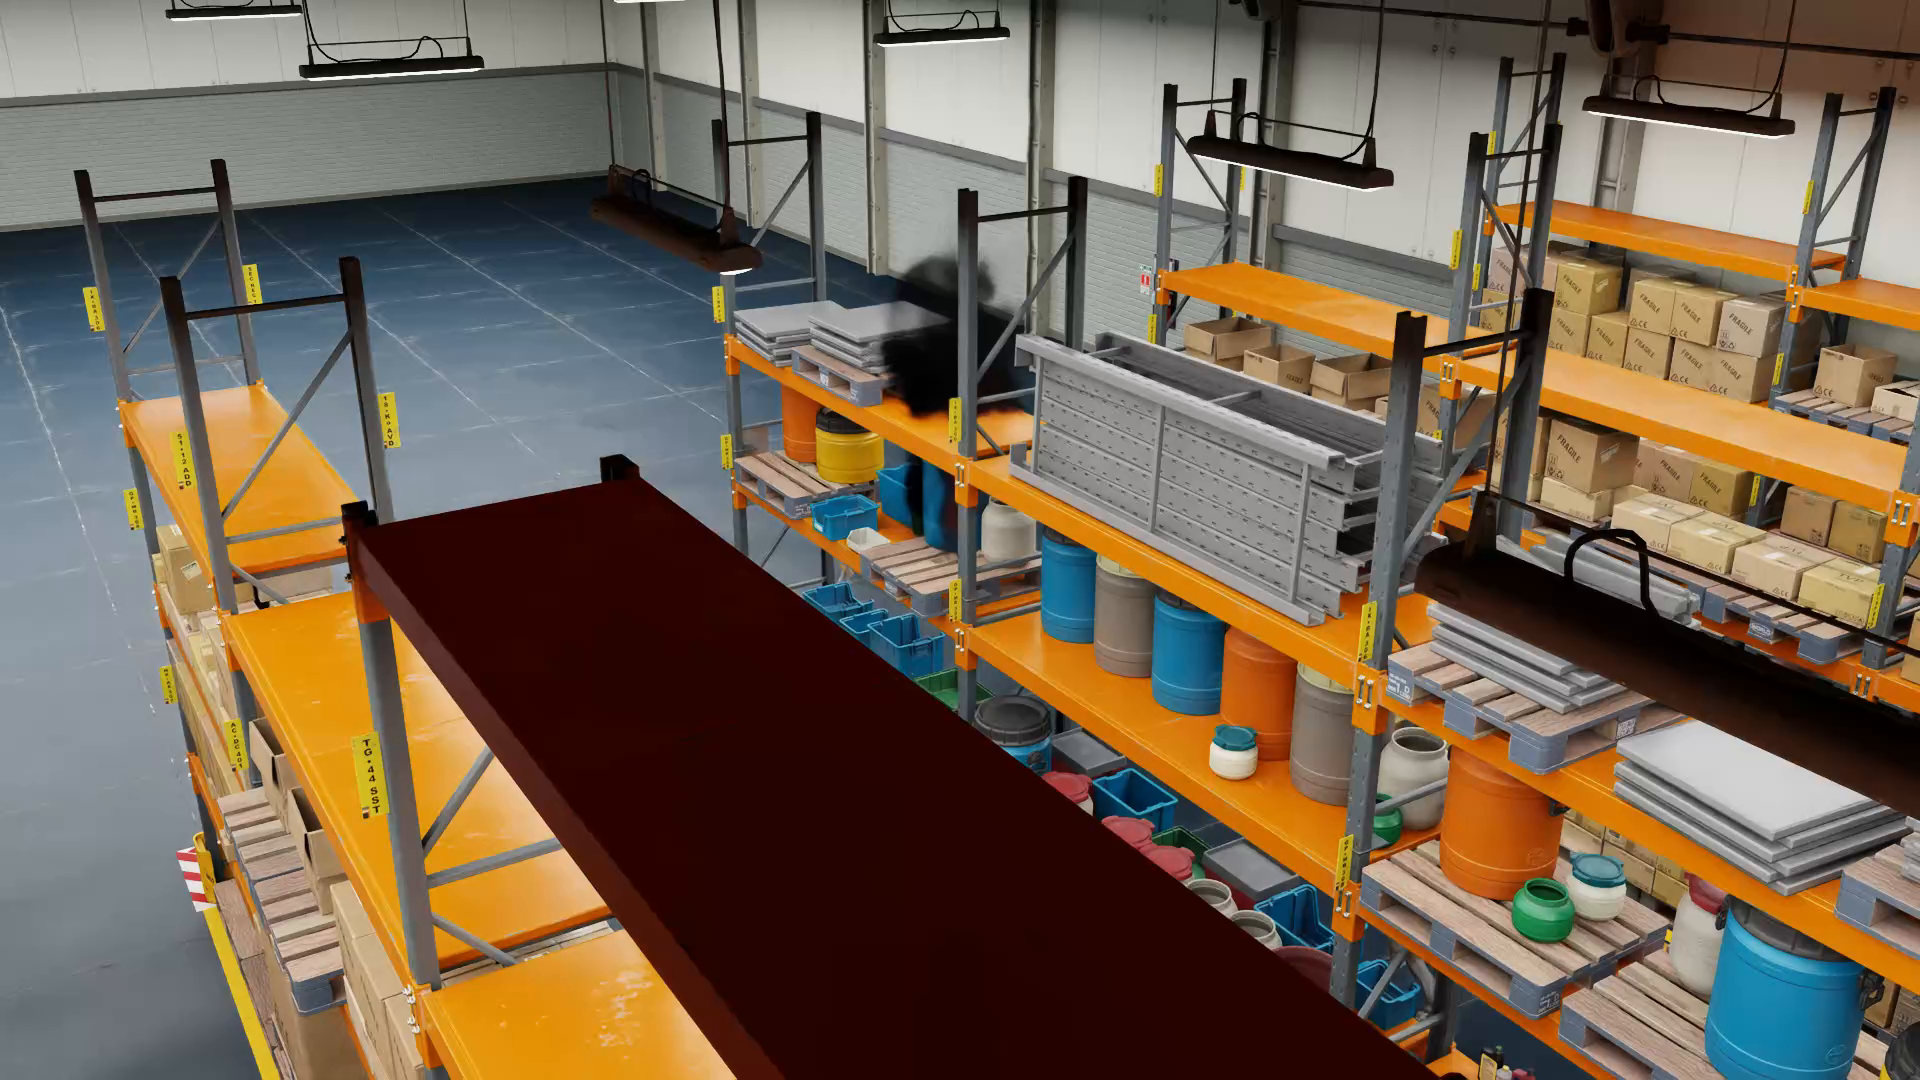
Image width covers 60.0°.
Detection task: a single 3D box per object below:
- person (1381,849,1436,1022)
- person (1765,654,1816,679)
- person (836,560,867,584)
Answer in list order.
[{"bbox_3d":[3.351,2.766,12.224,0.510,1.565,0.805,-17,27,-36],"label":"person"},{"bbox_3d":[7.302,1.625,15.120,0.722,1.659,0.628,-15,26,-33],"label":"person"},{"bbox_3d":[-1.251,-0.214,19.705,0.732,1.757,0.578,-2,22,-4],"label":"person"}]
